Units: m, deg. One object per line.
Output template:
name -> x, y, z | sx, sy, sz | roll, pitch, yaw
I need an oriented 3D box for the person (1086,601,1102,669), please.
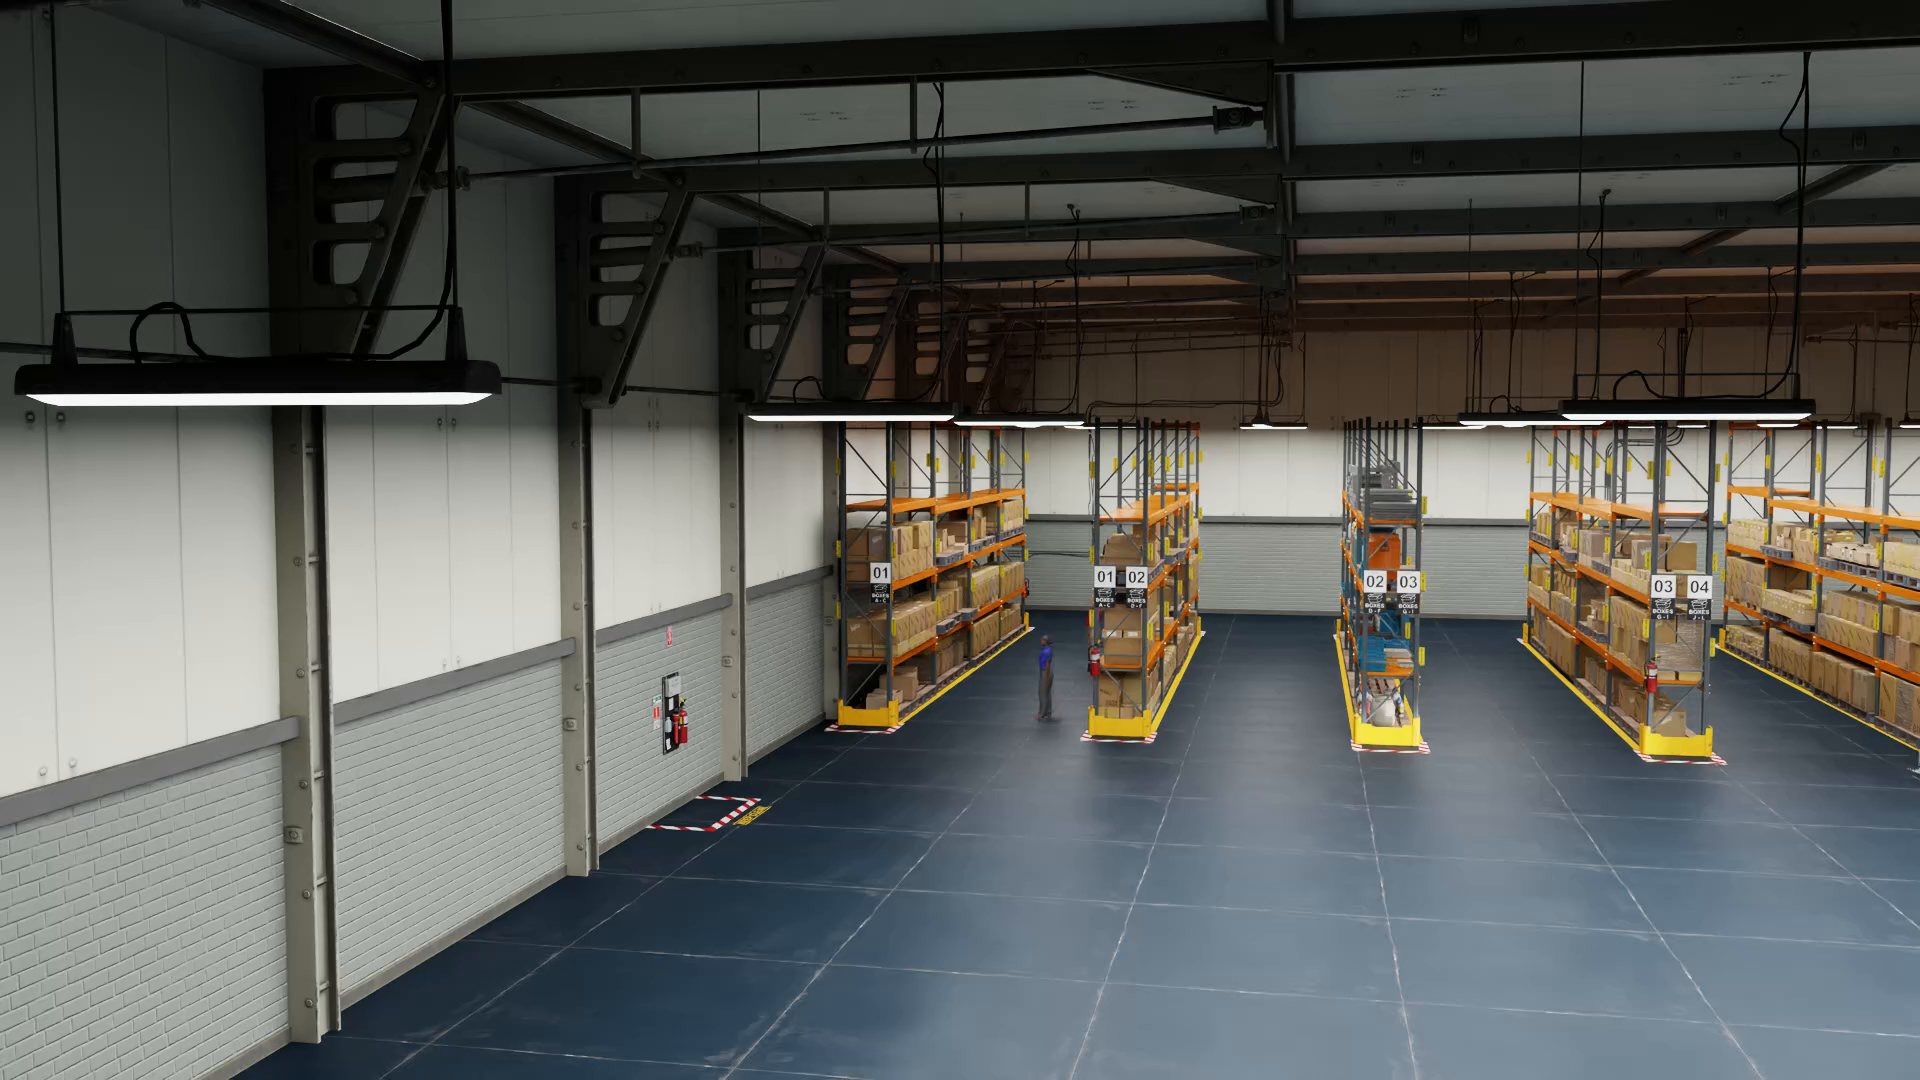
person -> 3.221, 2.255, 40.369 | 0.494, 1.712, 0.571 | -1, 4, -21

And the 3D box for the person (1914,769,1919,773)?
person -> 16.419, 3.102, 27.719 | 0.936, 1.631, 0.548 | 0, 4, -4

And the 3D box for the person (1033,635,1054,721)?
person -> 1.673, 2.745, 33.221 | 0.375, 1.687, 0.589 | 1, 4, 10

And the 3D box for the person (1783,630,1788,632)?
person -> 22.752, 1.951, 45.596 | 0.359, 1.661, 0.487 | -3, 5, -37
